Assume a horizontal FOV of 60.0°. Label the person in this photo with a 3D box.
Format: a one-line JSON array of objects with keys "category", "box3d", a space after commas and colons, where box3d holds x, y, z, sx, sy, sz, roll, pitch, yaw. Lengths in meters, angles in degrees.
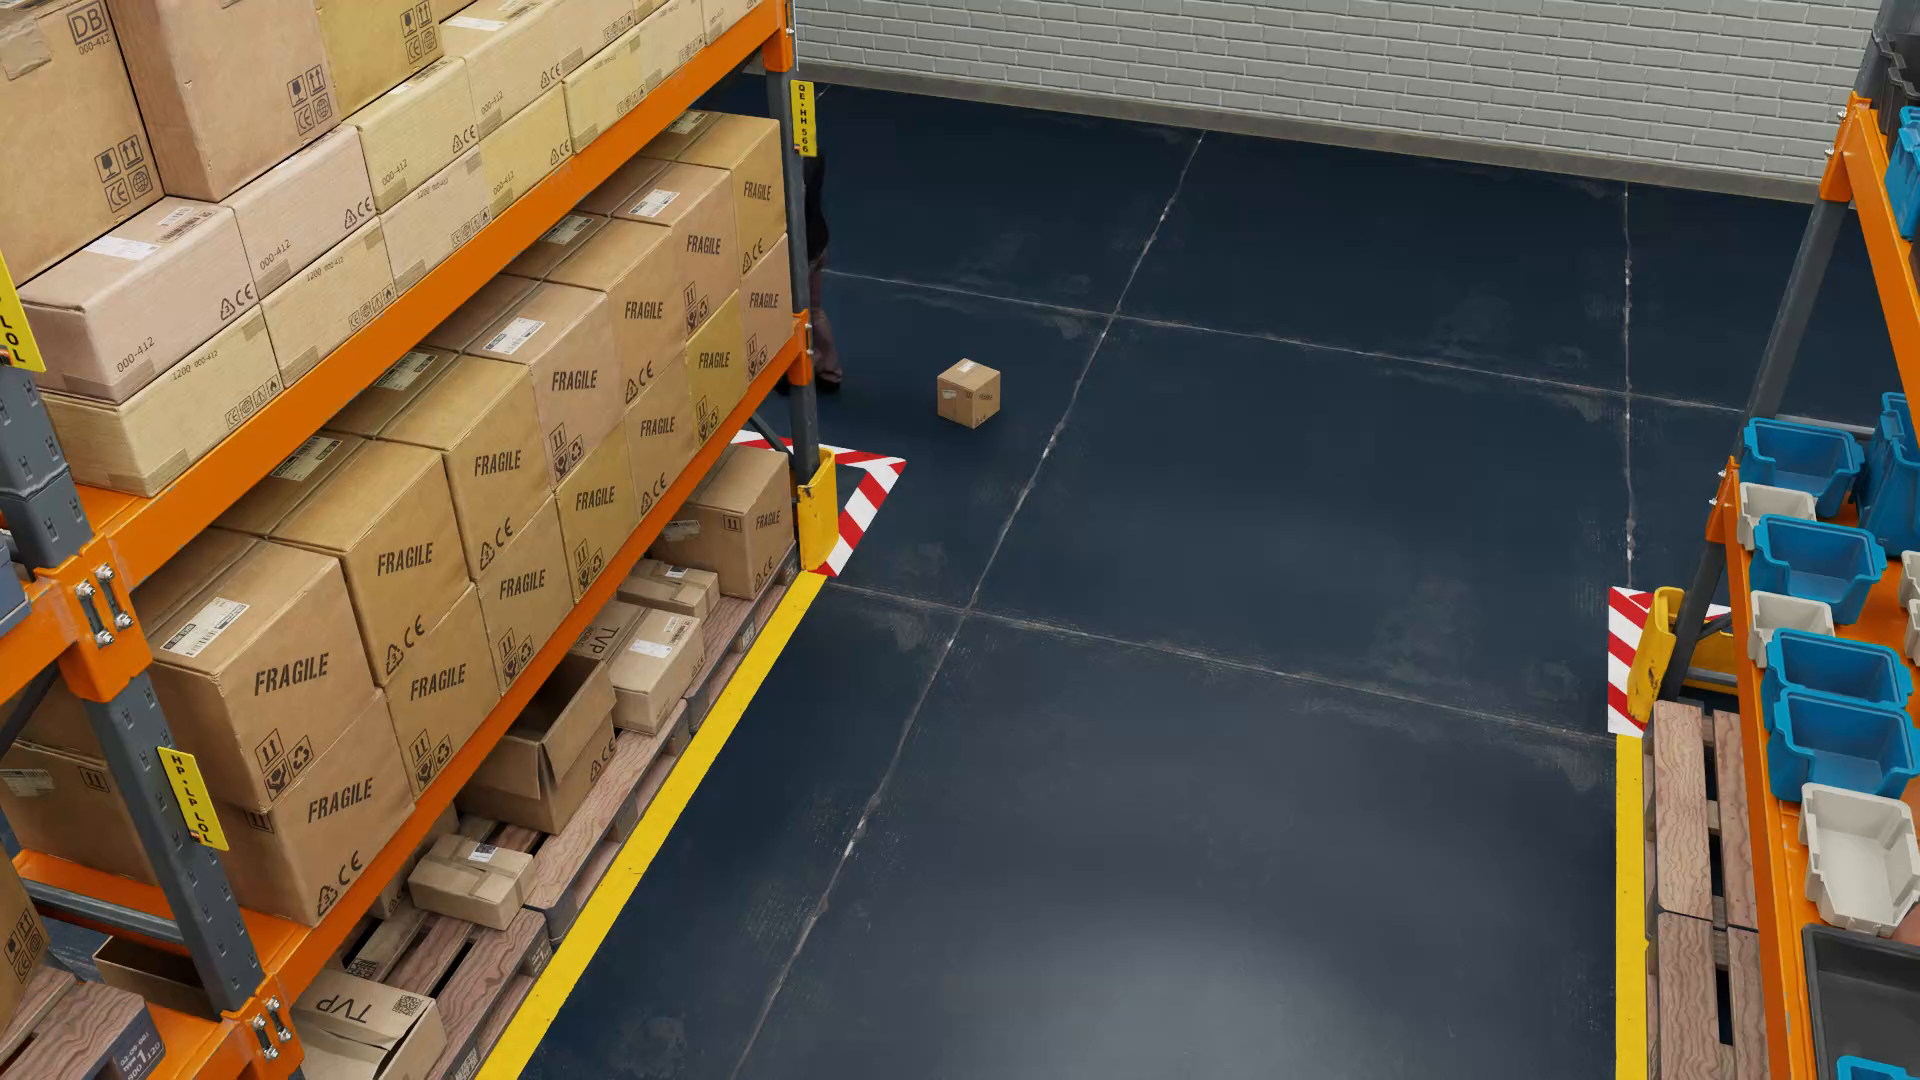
[{"category": "person", "box3d": [-0.933, -1.525, 8.936, 0.524, 1.731, 0.585, 10, 38, 13]}]
